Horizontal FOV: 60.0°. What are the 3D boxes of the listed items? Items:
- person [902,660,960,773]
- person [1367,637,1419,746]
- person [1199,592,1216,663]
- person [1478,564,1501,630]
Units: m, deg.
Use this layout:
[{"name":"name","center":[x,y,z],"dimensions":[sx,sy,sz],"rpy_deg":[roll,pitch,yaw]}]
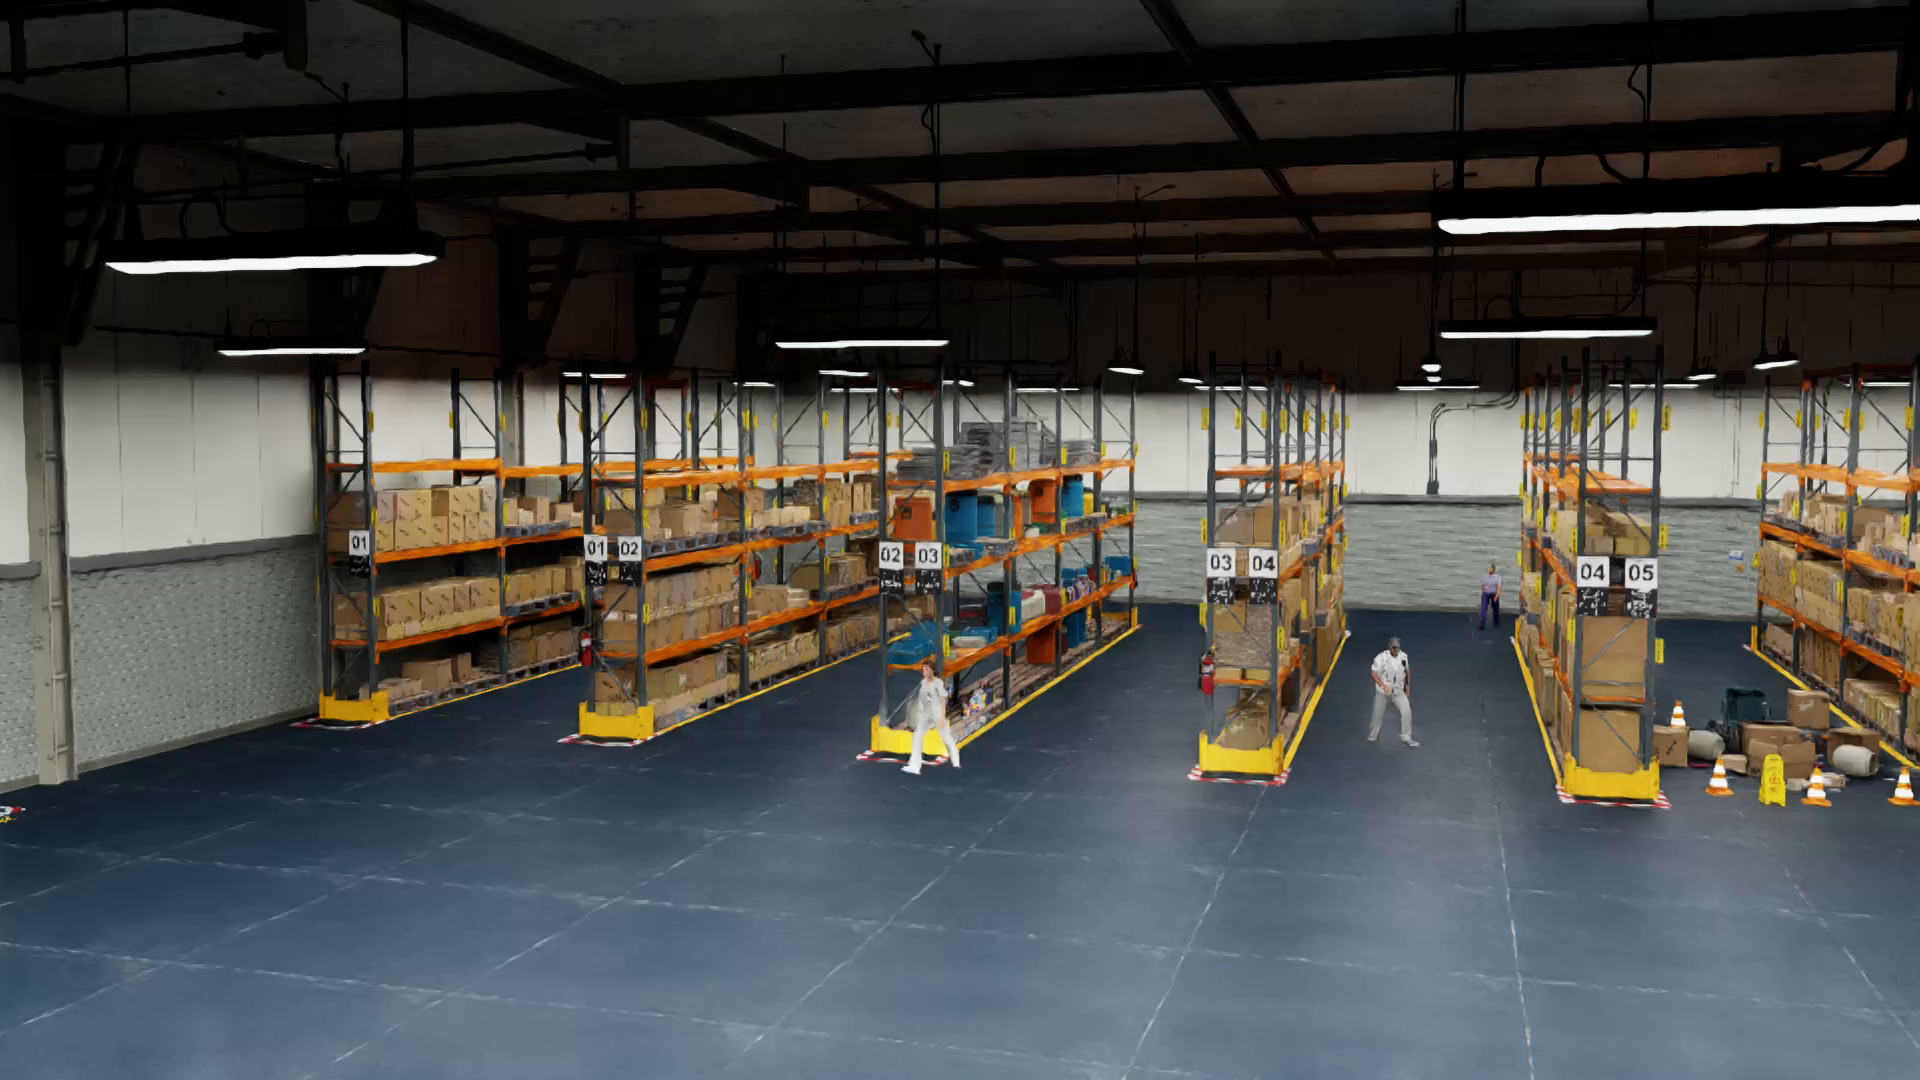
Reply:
[{"name":"person","center":[-0.376,2.503,23.734],"dimensions":[0.487,1.615,0.957],"rpy_deg":[3,5,38]},{"name":"person","center":[6.682,2.312,25.738],"dimensions":[0.701,1.689,0.857],"rpy_deg":[0,4,0]},{"name":"person","center":[5.190,1.639,34.403],"dimensions":[0.647,1.773,0.690],"rpy_deg":[3,5,37]},{"name":"person","center":[12.739,1.351,39.878],"dimensions":[0.476,1.580,0.994],"rpy_deg":[2,5,25]}]
